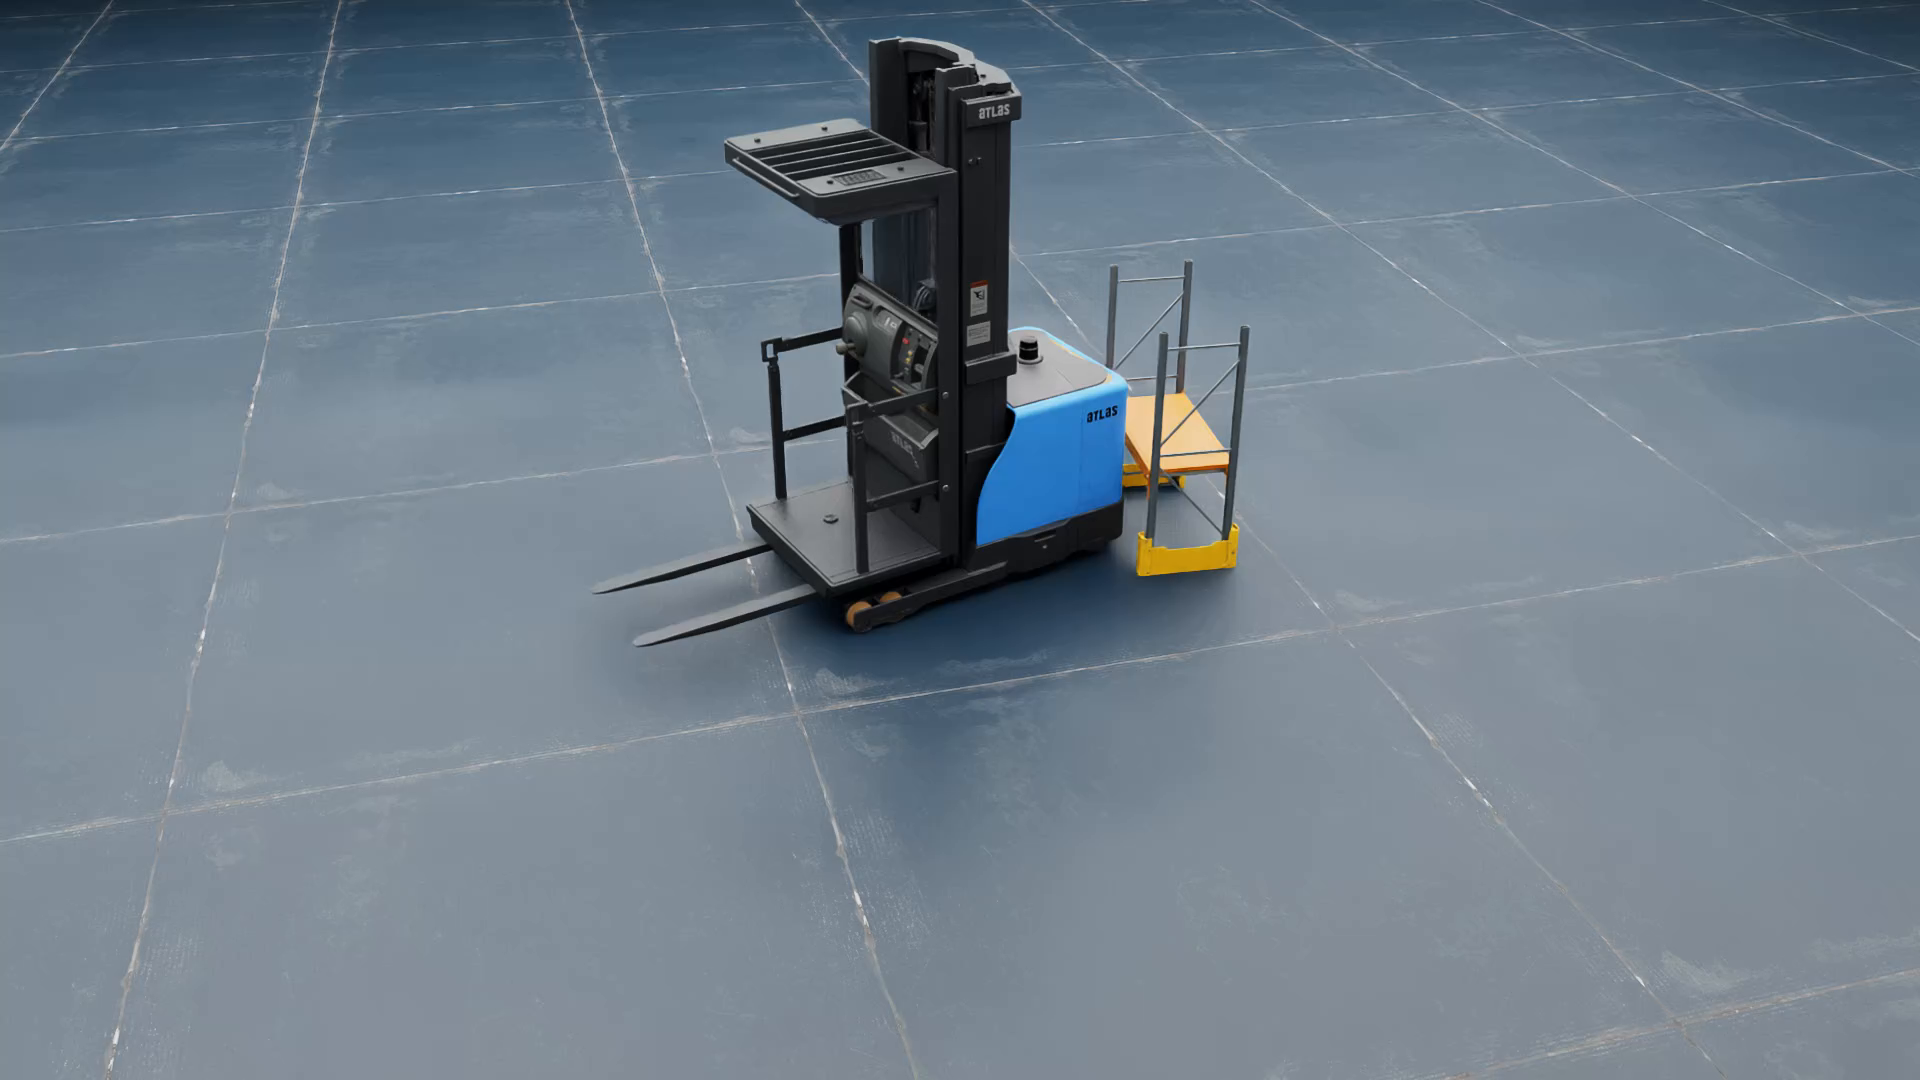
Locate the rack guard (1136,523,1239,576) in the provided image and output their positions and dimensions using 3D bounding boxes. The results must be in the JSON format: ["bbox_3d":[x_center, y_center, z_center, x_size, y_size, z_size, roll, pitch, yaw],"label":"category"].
[{"bbox_3d":[1.318,0.056,9.634,0.587,0.250,0.087,-5,30,-9],"label":"rack guard"}]

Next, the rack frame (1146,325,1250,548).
[{"bbox_3d":[1.318,-0.484,9.320,0.500,1.500,0.032,-5,30,-9],"label":"rack frame"}]

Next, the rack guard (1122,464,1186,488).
[{"bbox_3d":[1.135,-0.434,10.482,0.587,0.250,0.087,-5,30,-9],"label":"rack guard"}]

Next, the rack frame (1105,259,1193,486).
[{"bbox_3d":[1.132,-0.985,10.185,0.500,1.500,0.032,-5,30,-9],"label":"rack frame"}]

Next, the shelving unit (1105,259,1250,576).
[{"bbox_3d":[1.227,-0.730,9.745,0.587,1.500,1.083,-5,30,-9],"label":"shelving unit"}]

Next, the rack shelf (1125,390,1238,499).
[{"bbox_3d":[1.225,-0.579,9.843,0.538,0.185,1.000,-5,30,-9],"label":"rack shelf"}]

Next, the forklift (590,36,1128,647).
[{"bbox_3d":[-0.558,-1.065,8.895,3.031,2.935,1.130,-17,34,-27],"label":"forklift"}]
